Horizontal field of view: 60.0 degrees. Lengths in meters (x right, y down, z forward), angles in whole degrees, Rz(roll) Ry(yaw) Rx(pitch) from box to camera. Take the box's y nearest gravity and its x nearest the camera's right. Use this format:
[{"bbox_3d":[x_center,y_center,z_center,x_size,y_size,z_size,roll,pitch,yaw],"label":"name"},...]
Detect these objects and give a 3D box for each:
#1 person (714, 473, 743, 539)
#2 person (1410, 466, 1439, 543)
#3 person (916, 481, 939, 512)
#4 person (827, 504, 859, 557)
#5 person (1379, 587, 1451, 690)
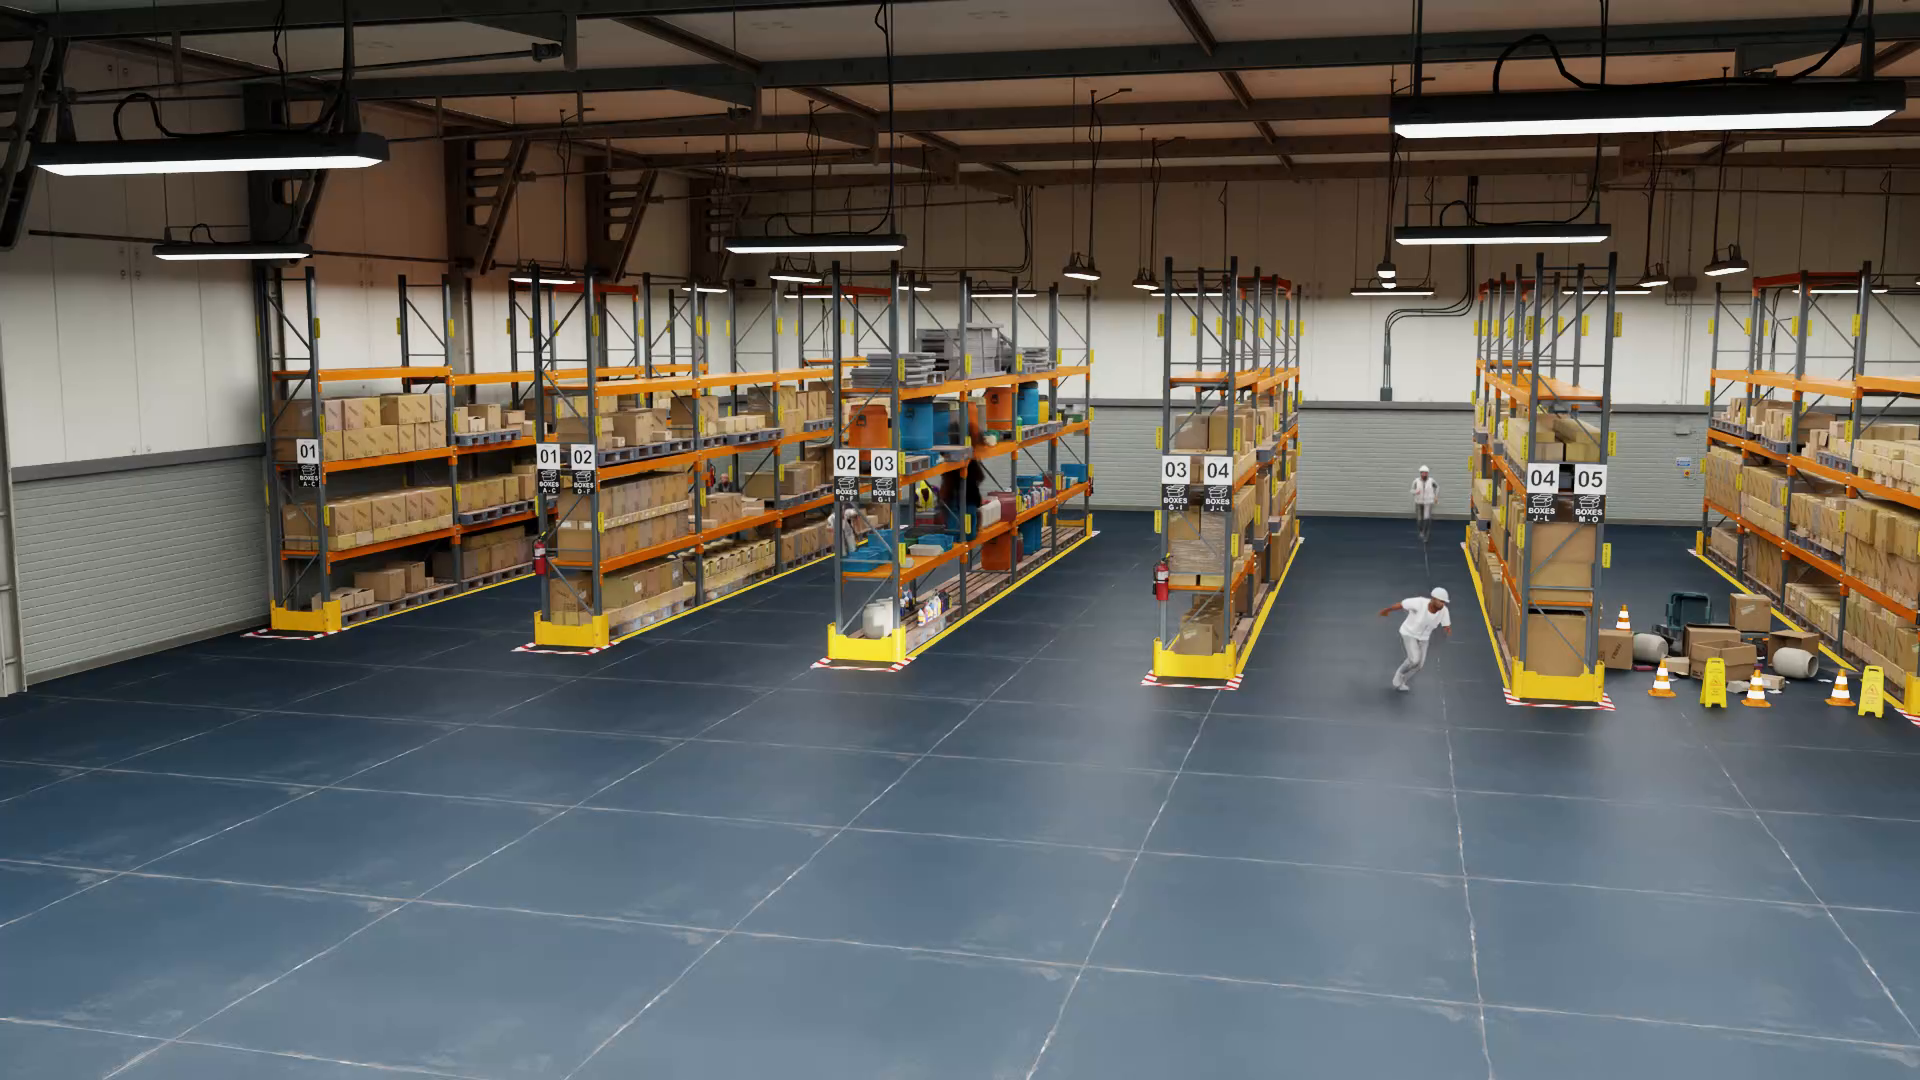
[{"bbox_3d":[-5.446,-0.768,39.104,0.662,1.614,0.910,0,7,3],"label":"person"},{"bbox_3d":[10.941,-0.844,39.221,0.629,1.825,0.833,3,8,23],"label":"person"},{"bbox_3d":[-0.826,-0.671,38.885,0.708,1.542,1.188,-1,7,-7],"label":"person"},{"bbox_3d":[-2.350,-0.073,33.572,0.682,1.374,1.025,-1,7,-8],"label":"person"},{"bbox_3d":[6.301,1.359,22.763,0.733,1.510,1.010,-2,8,-18],"label":"person"}]
